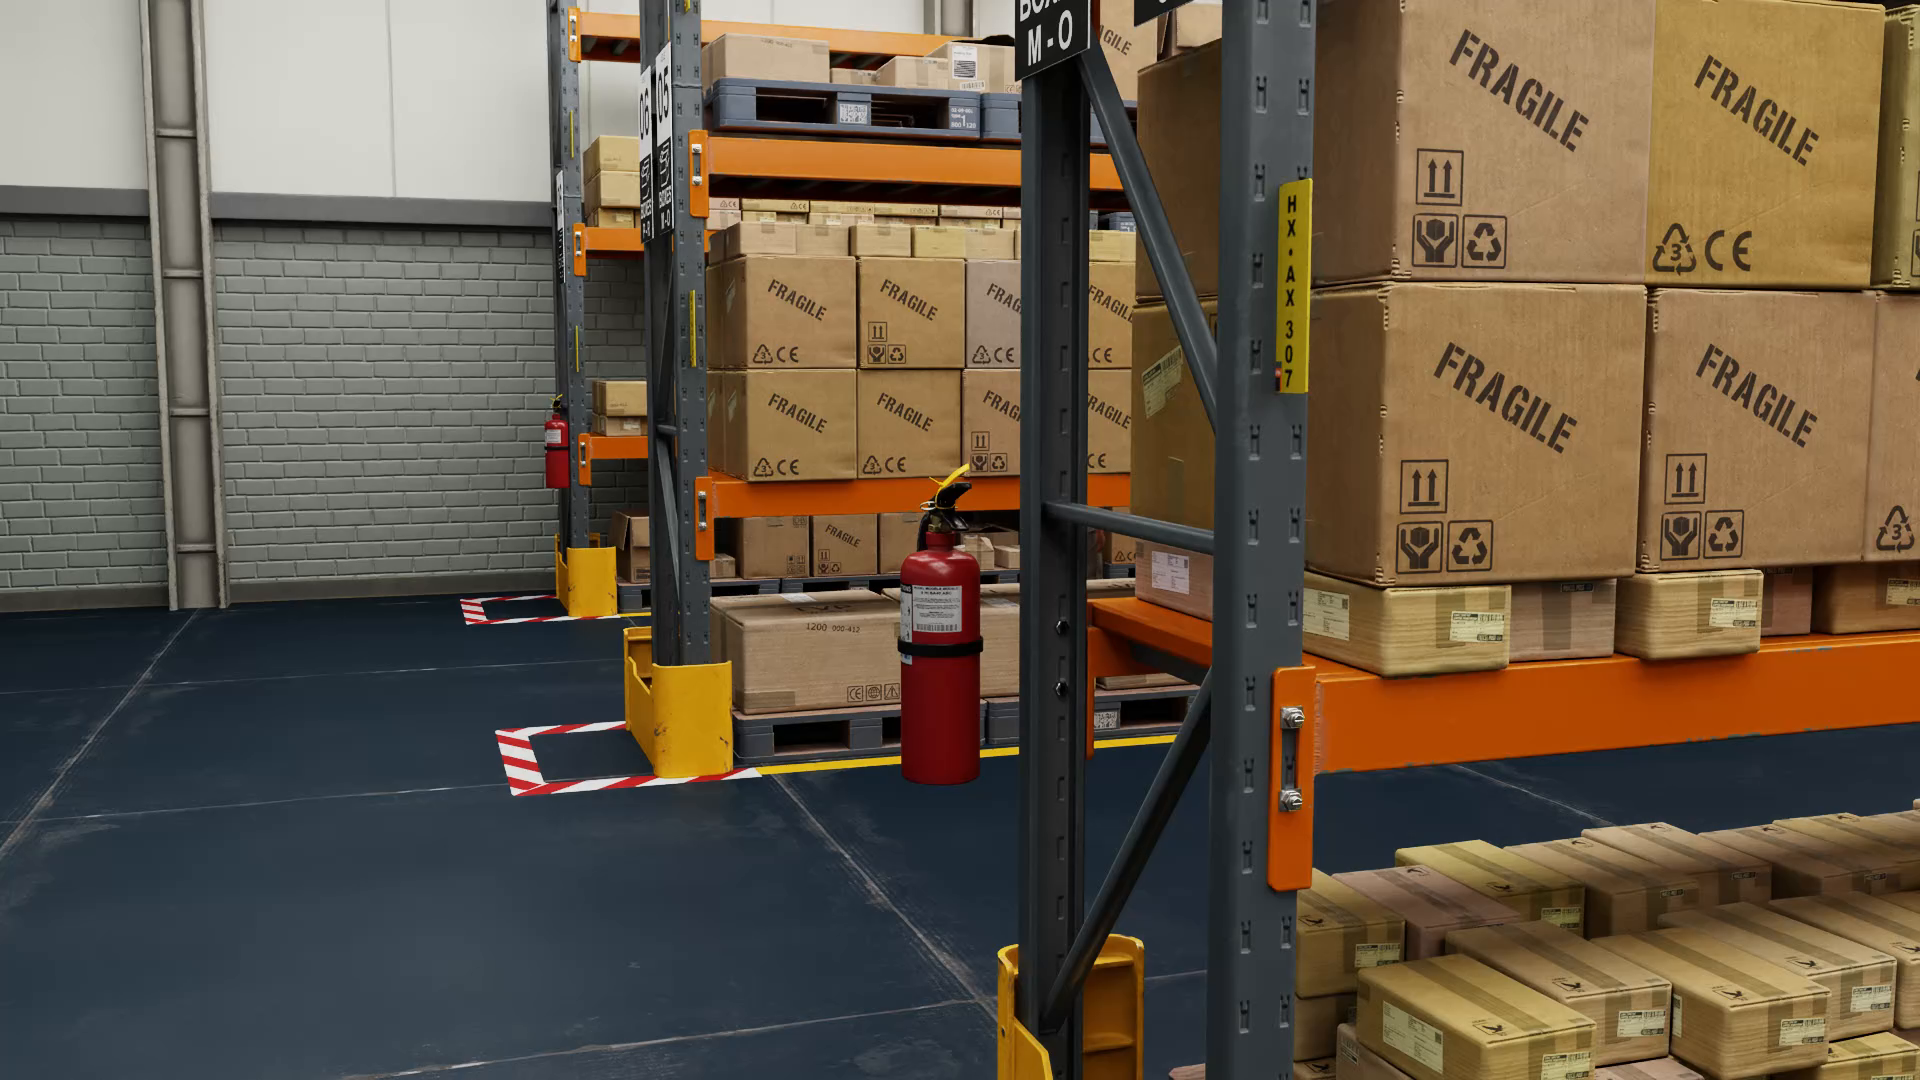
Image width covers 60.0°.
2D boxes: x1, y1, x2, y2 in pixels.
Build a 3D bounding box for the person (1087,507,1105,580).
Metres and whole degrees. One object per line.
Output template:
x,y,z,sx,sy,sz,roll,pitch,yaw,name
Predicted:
0.745,-0.042,10.177,0.343,1.592,0.460,-2,6,-17,person
